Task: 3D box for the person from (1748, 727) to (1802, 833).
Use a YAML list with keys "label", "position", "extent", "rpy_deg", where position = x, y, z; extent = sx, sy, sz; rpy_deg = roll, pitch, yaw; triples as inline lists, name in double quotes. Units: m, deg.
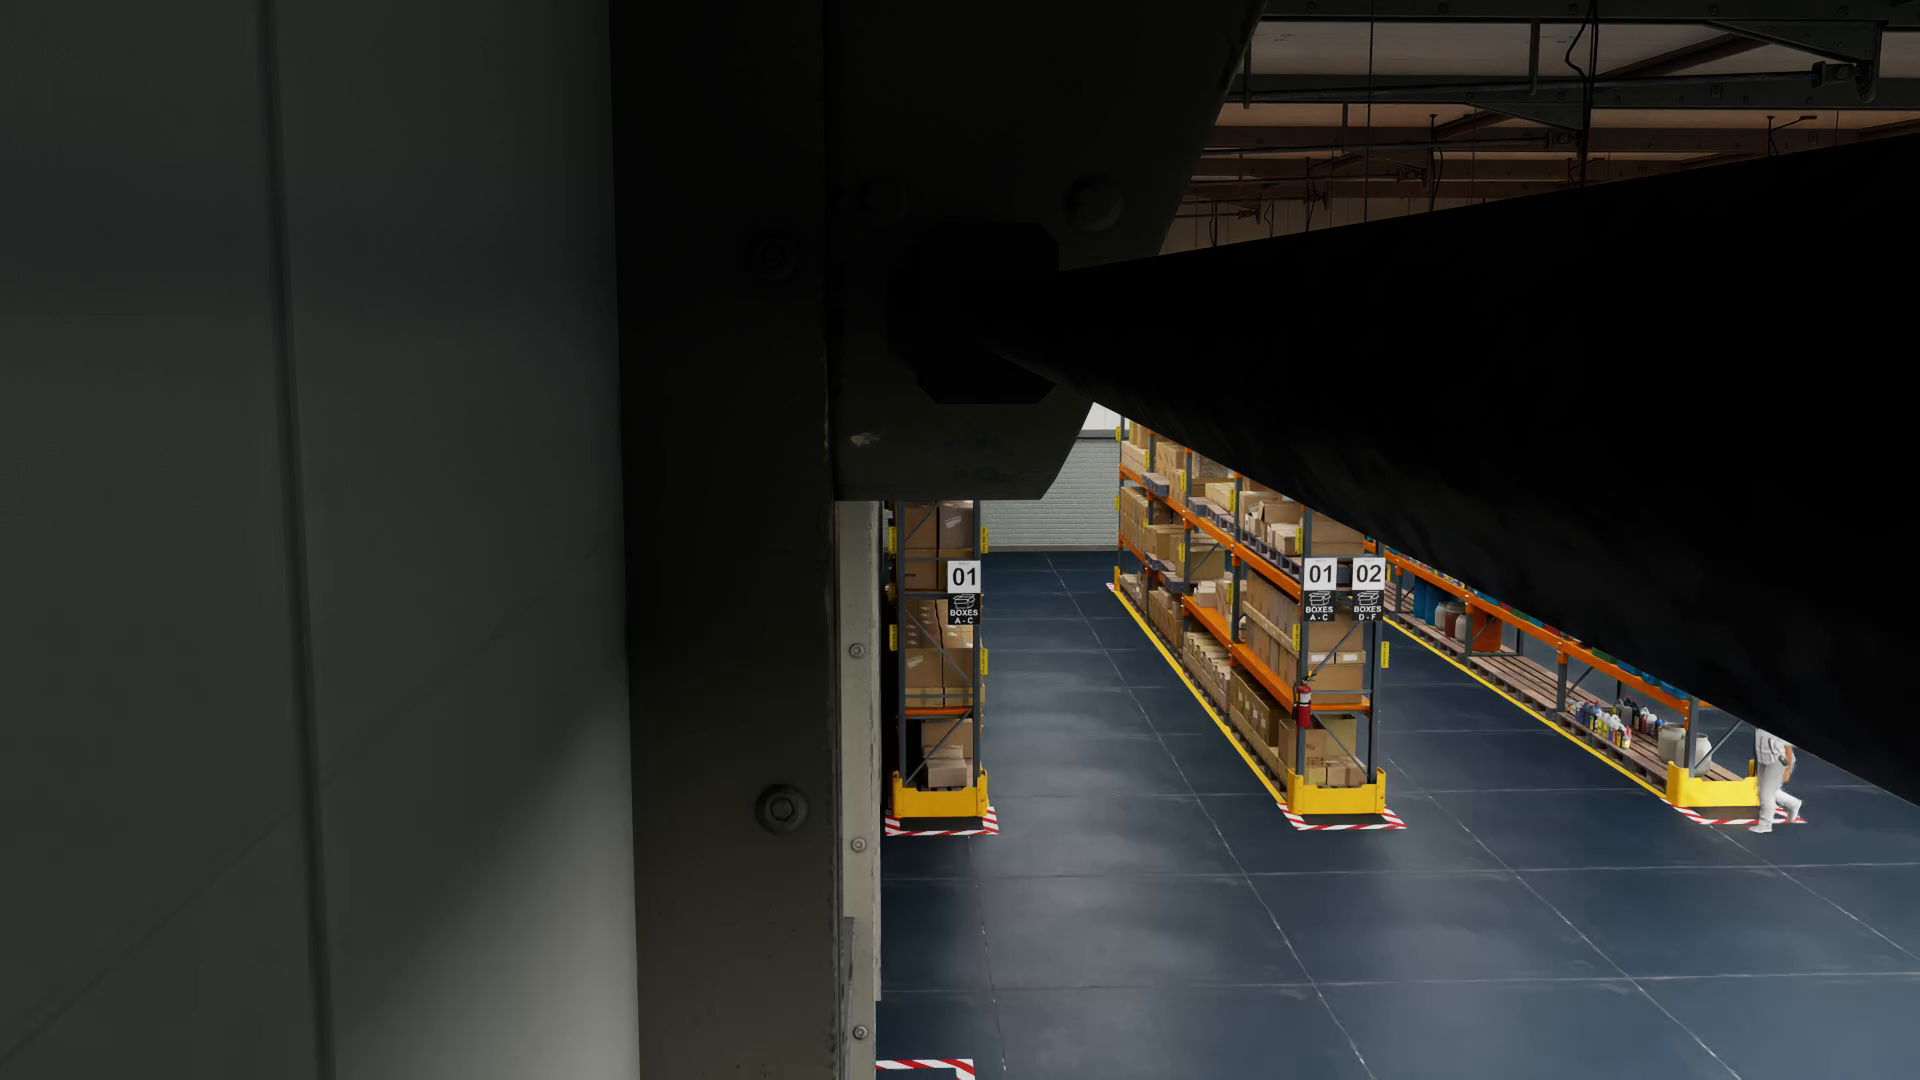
- label: "person"
  position: [9.799, 2.663, 19.891]
  extent: [0.769, 1.629, 0.506]
  rpy_deg: [-1, 8, -8]
